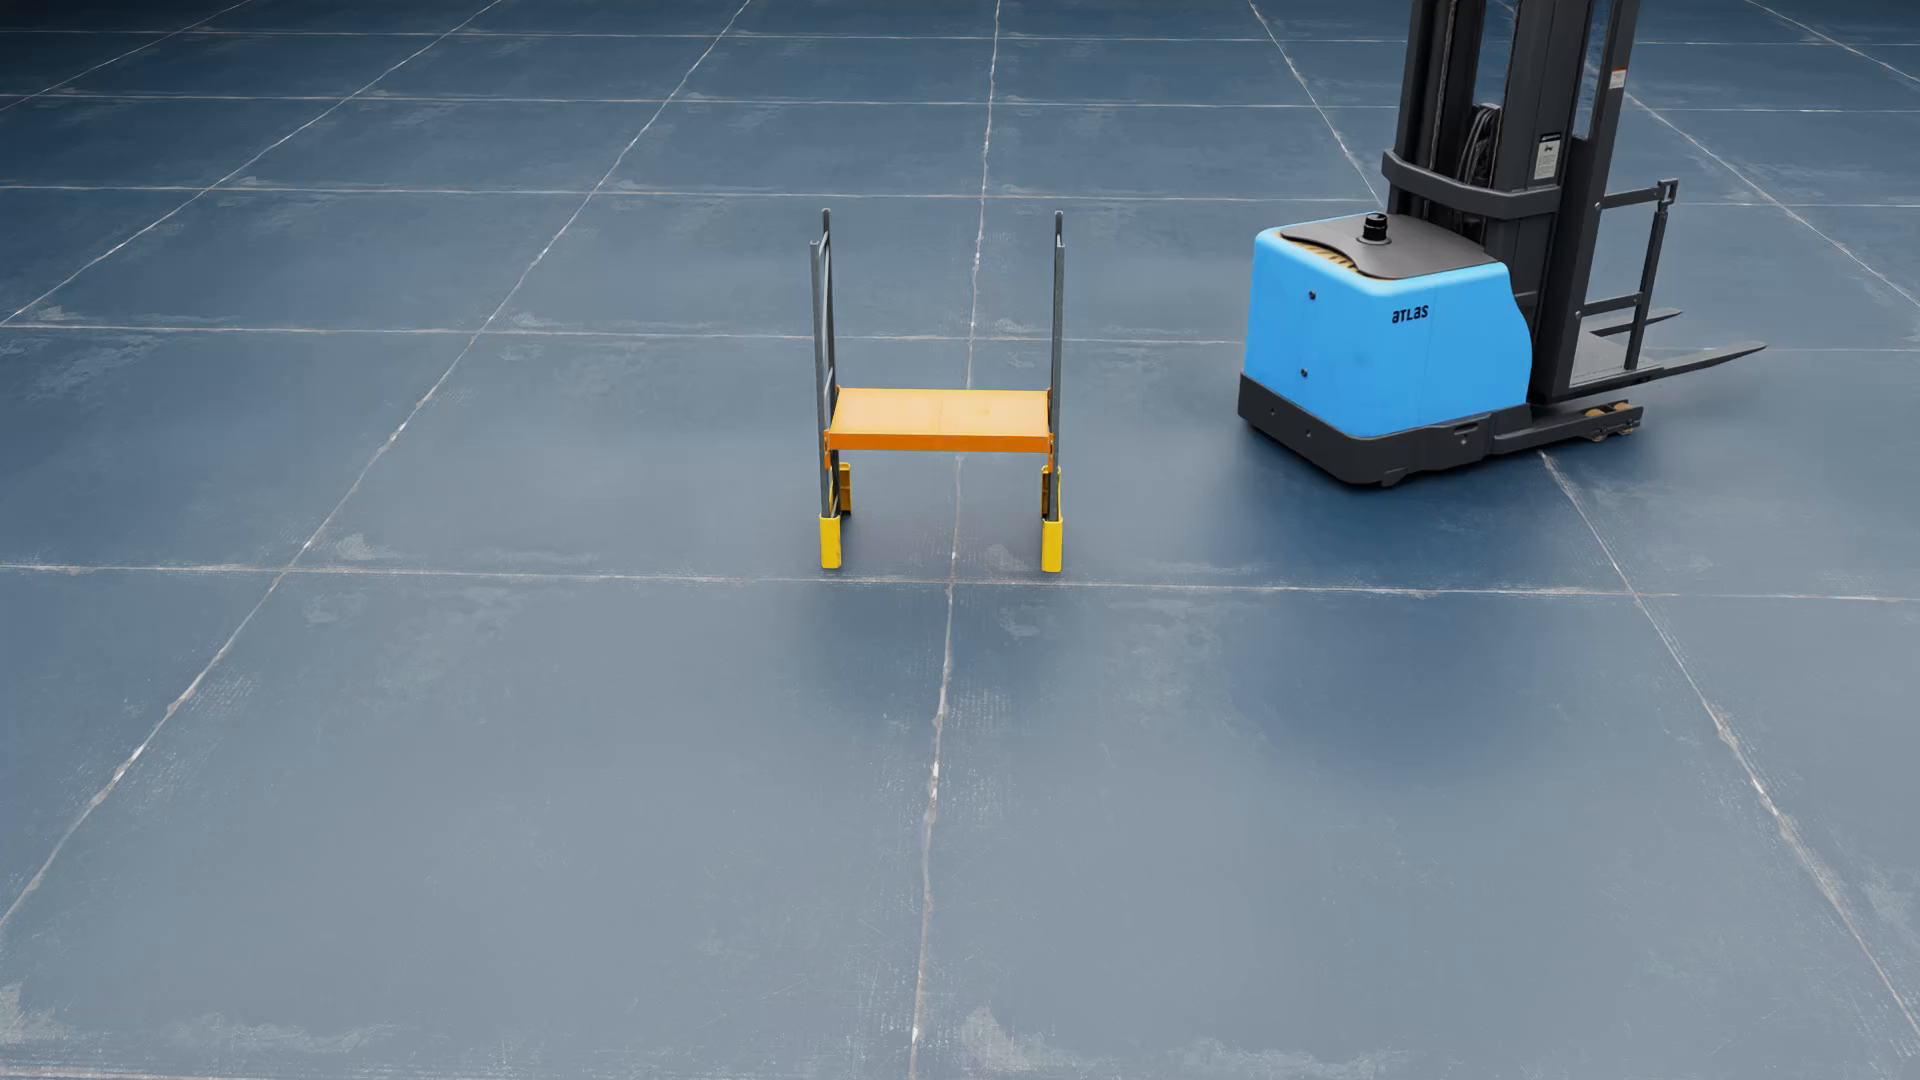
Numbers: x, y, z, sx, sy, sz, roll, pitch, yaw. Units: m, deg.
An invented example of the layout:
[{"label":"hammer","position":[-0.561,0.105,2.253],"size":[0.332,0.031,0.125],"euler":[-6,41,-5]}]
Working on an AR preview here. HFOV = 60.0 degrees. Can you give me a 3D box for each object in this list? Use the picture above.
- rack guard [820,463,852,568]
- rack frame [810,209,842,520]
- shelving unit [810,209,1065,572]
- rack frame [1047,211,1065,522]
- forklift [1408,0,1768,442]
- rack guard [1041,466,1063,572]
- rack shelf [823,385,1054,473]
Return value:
[{"label":"rack guard","position":[-0.574,-0.120,7.709],"size":[0.087,0.250,0.587],"euler":[1,28,2]},{"label":"rack frame","position":[-0.593,-0.672,7.417],"size":[0.032,1.500,0.500],"euler":[1,28,2]},{"label":"shelving unit","position":[-0.076,-0.664,7.401],"size":[1.083,1.500,0.587],"euler":[1,28,2]},{"label":"rack frame","position":[0.423,-0.656,7.386],"size":[0.032,1.500,0.500],"euler":[1,28,2]},{"label":"forklift","position":[3.035,-2.018,8.427],"size":[3.031,2.935,1.121],"euler":[-13,31,-23]},{"label":"rack guard","position":[0.422,-0.103,7.678],"size":[0.087,0.250,0.587],"euler":[1,28,2]},{"label":"rack shelf","position":[-0.085,-0.505,7.486],"size":[1.000,0.185,0.538],"euler":[1,28,2]}]
